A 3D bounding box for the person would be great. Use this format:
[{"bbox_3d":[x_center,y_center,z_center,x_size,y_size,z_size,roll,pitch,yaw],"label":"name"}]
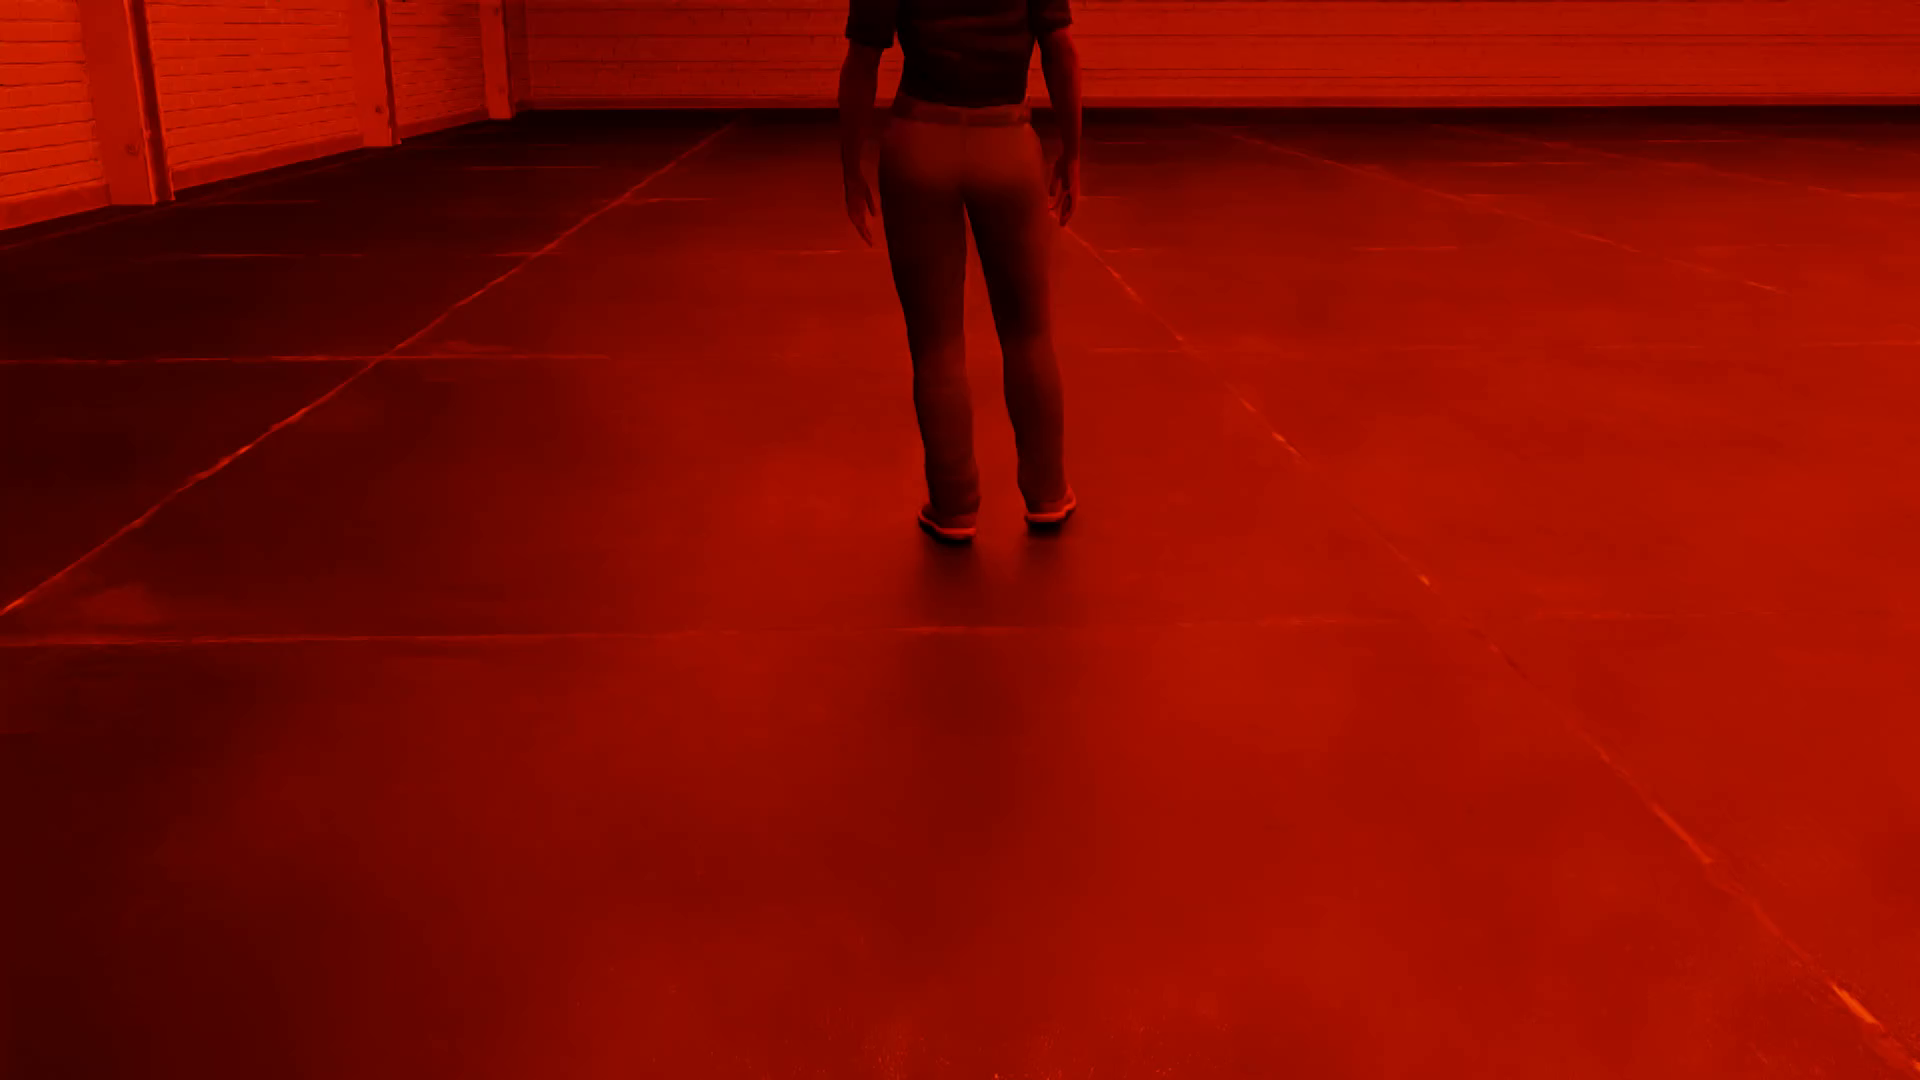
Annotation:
[{"bbox_3d":[0.015,-0.824,3.759,0.570,1.654,0.503,-1,17,-3],"label":"person"}]
